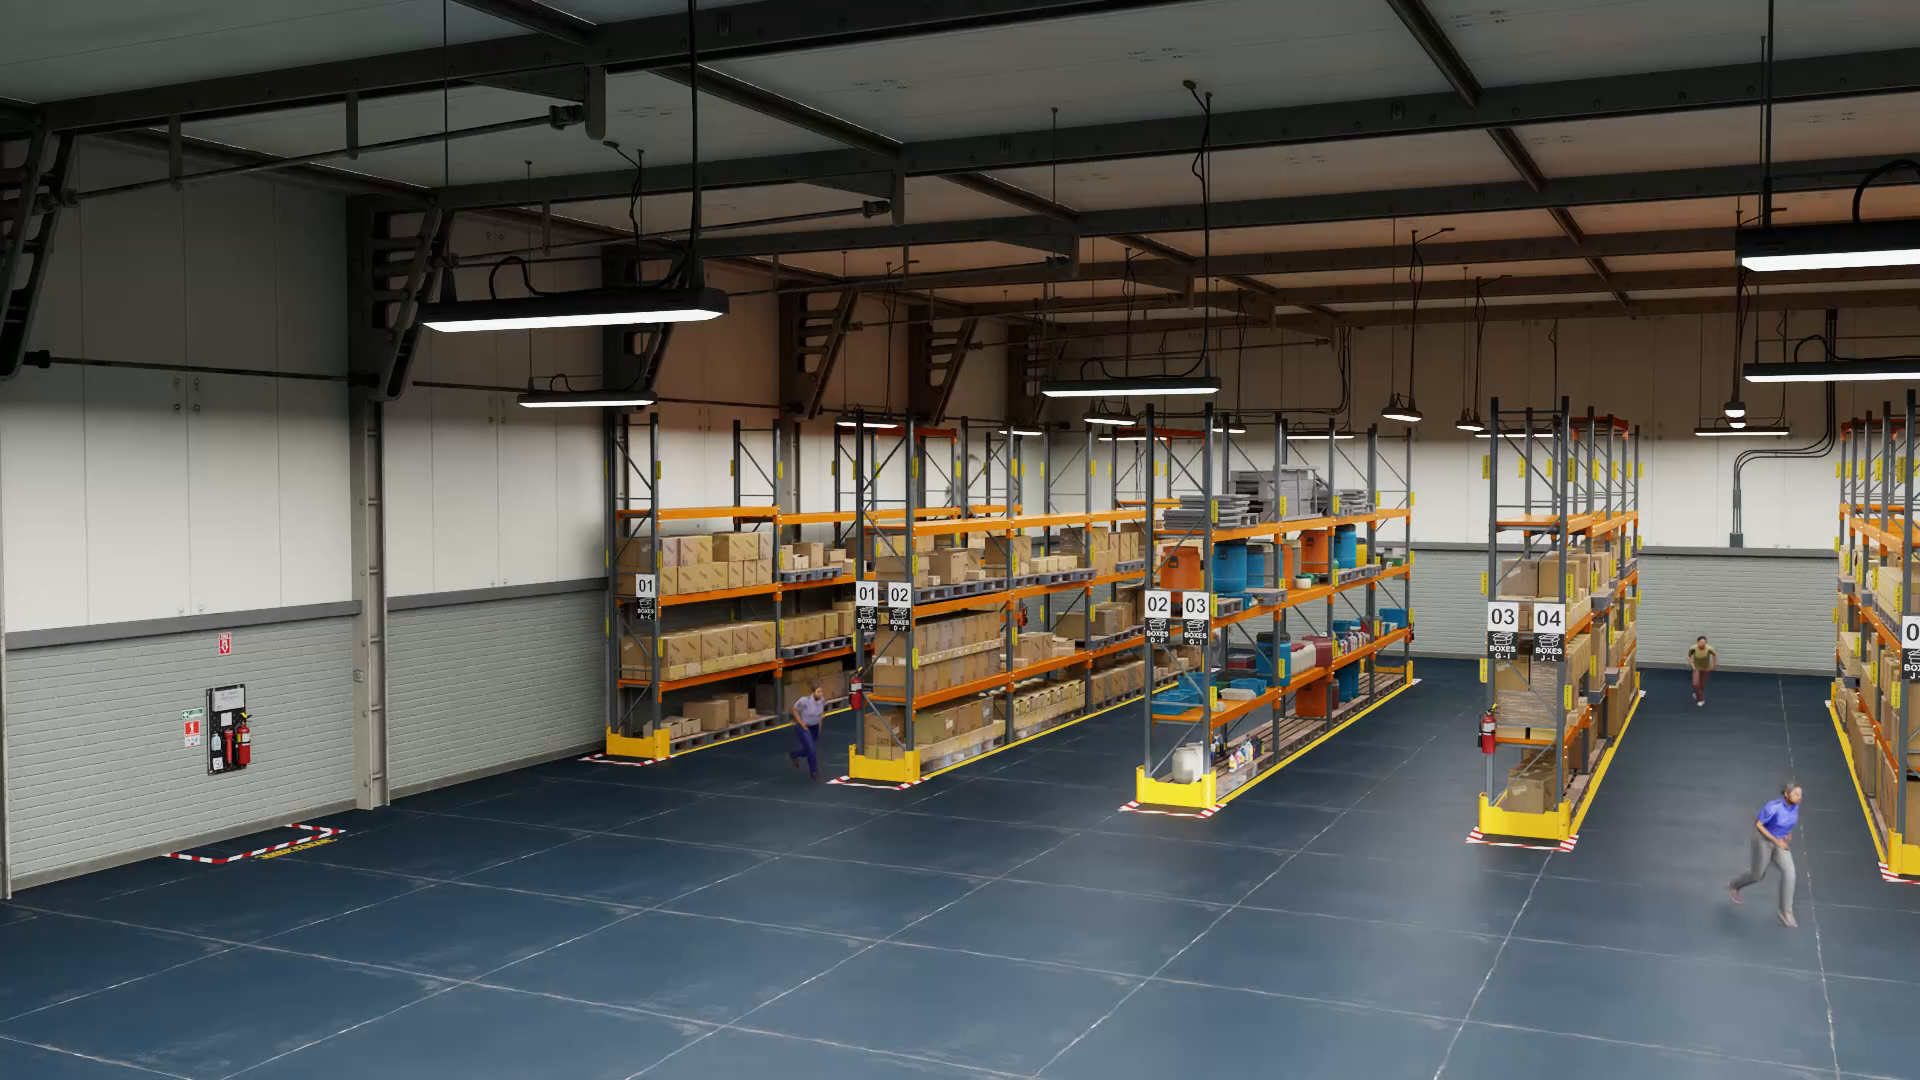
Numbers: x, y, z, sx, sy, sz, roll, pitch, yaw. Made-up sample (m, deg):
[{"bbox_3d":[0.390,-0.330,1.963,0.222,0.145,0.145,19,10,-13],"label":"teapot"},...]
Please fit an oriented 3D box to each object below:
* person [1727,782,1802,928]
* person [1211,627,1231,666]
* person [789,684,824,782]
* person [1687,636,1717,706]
[{"bbox_3d":[9.028,3.449,18.643,0.610,1.616,0.975,-1,3,-24],"label":"person"},{"bbox_3d":[6.573,2.372,42.135,0.573,1.706,0.765,1,3,22],"label":"person"},{"bbox_3d":[-2.520,3.107,26.983,0.614,1.610,0.880,-2,3,-40],"label":"person"},{"bbox_3d":[15.816,2.765,35.467,0.598,1.519,0.897,1,3,21],"label":"person"}]
